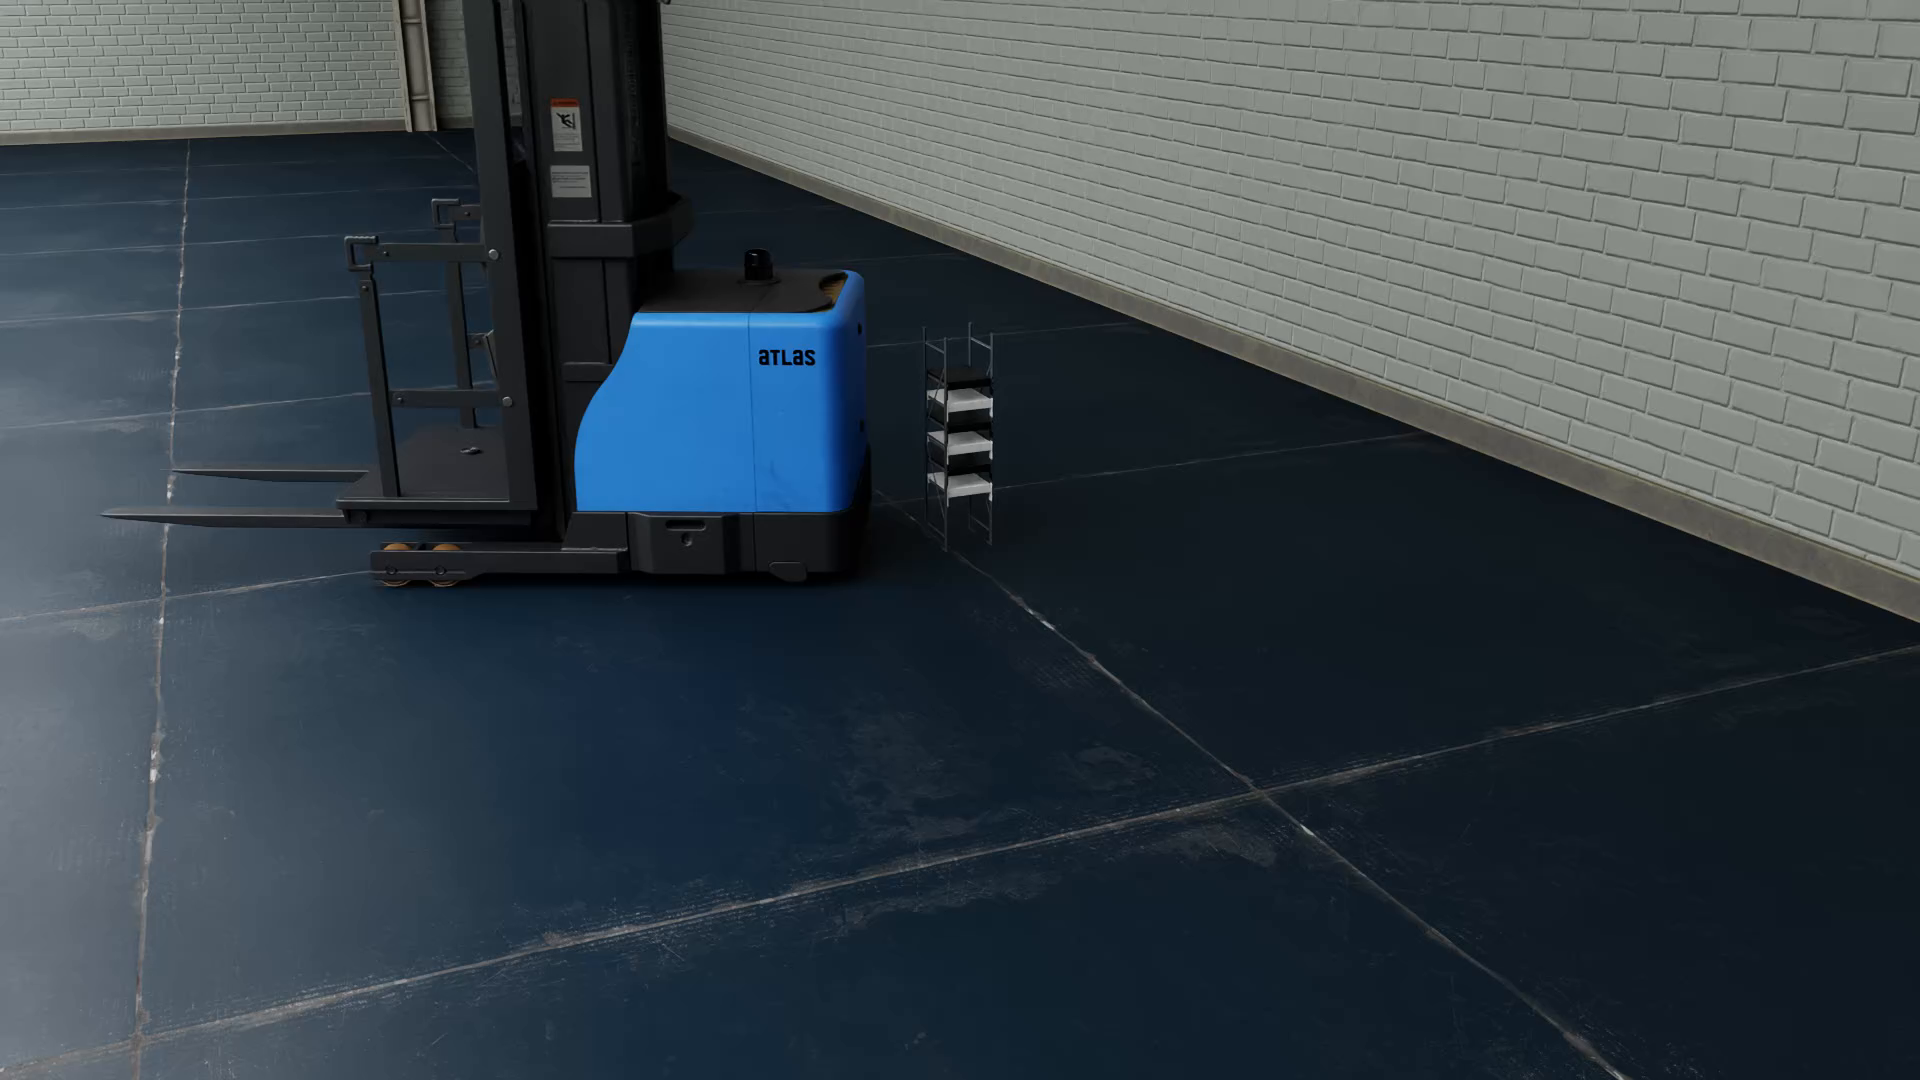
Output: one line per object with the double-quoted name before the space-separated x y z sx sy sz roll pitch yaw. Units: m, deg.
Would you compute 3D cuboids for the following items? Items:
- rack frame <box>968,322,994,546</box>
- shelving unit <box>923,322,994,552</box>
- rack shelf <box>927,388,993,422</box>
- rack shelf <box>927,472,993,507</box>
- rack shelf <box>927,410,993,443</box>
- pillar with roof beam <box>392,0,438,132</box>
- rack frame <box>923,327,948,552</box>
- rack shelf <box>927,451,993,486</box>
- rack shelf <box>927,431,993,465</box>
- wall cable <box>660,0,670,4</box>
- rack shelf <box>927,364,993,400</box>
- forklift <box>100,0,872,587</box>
"rack frame" 0.086 -0.437 6.908 0.006 0.900 0.240 -8 21 -22
"shelving unit" -0.007 -0.423 6.870 0.210 0.900 0.258 -8 21 -22
"rack shelf" -0.007 -0.562 6.821 0.200 0.077 0.258 -8 21 -22
"rack shelf" -0.007 -0.222 6.940 0.200 0.077 0.258 -8 21 -22
"rack shelf" -0.007 -0.477 6.851 0.200 0.077 0.258 -8 21 -22
"pillar with roof beam" -5.858 -8.688 18.147 0.400 9.000 9.100 -8 21 -22
"rack frame" -0.101 -0.410 6.832 0.006 0.900 0.240 -8 21 -22
"rack shelf" -0.007 -0.307 6.911 0.200 0.077 0.258 -8 21 -22
"rack shelf" -0.007 -0.392 6.881 0.200 0.077 0.258 -8 21 -22
"wall cable" -4.334 -8.520 22.346 0.112 2.526 3.097 -8 21 -22
"rack shelf" -0.007 -0.647 6.791 0.200 0.077 0.258 -8 21 -22
"forklift" -1.914 -1.373 6.509 3.031 2.935 1.130 0 19 1
